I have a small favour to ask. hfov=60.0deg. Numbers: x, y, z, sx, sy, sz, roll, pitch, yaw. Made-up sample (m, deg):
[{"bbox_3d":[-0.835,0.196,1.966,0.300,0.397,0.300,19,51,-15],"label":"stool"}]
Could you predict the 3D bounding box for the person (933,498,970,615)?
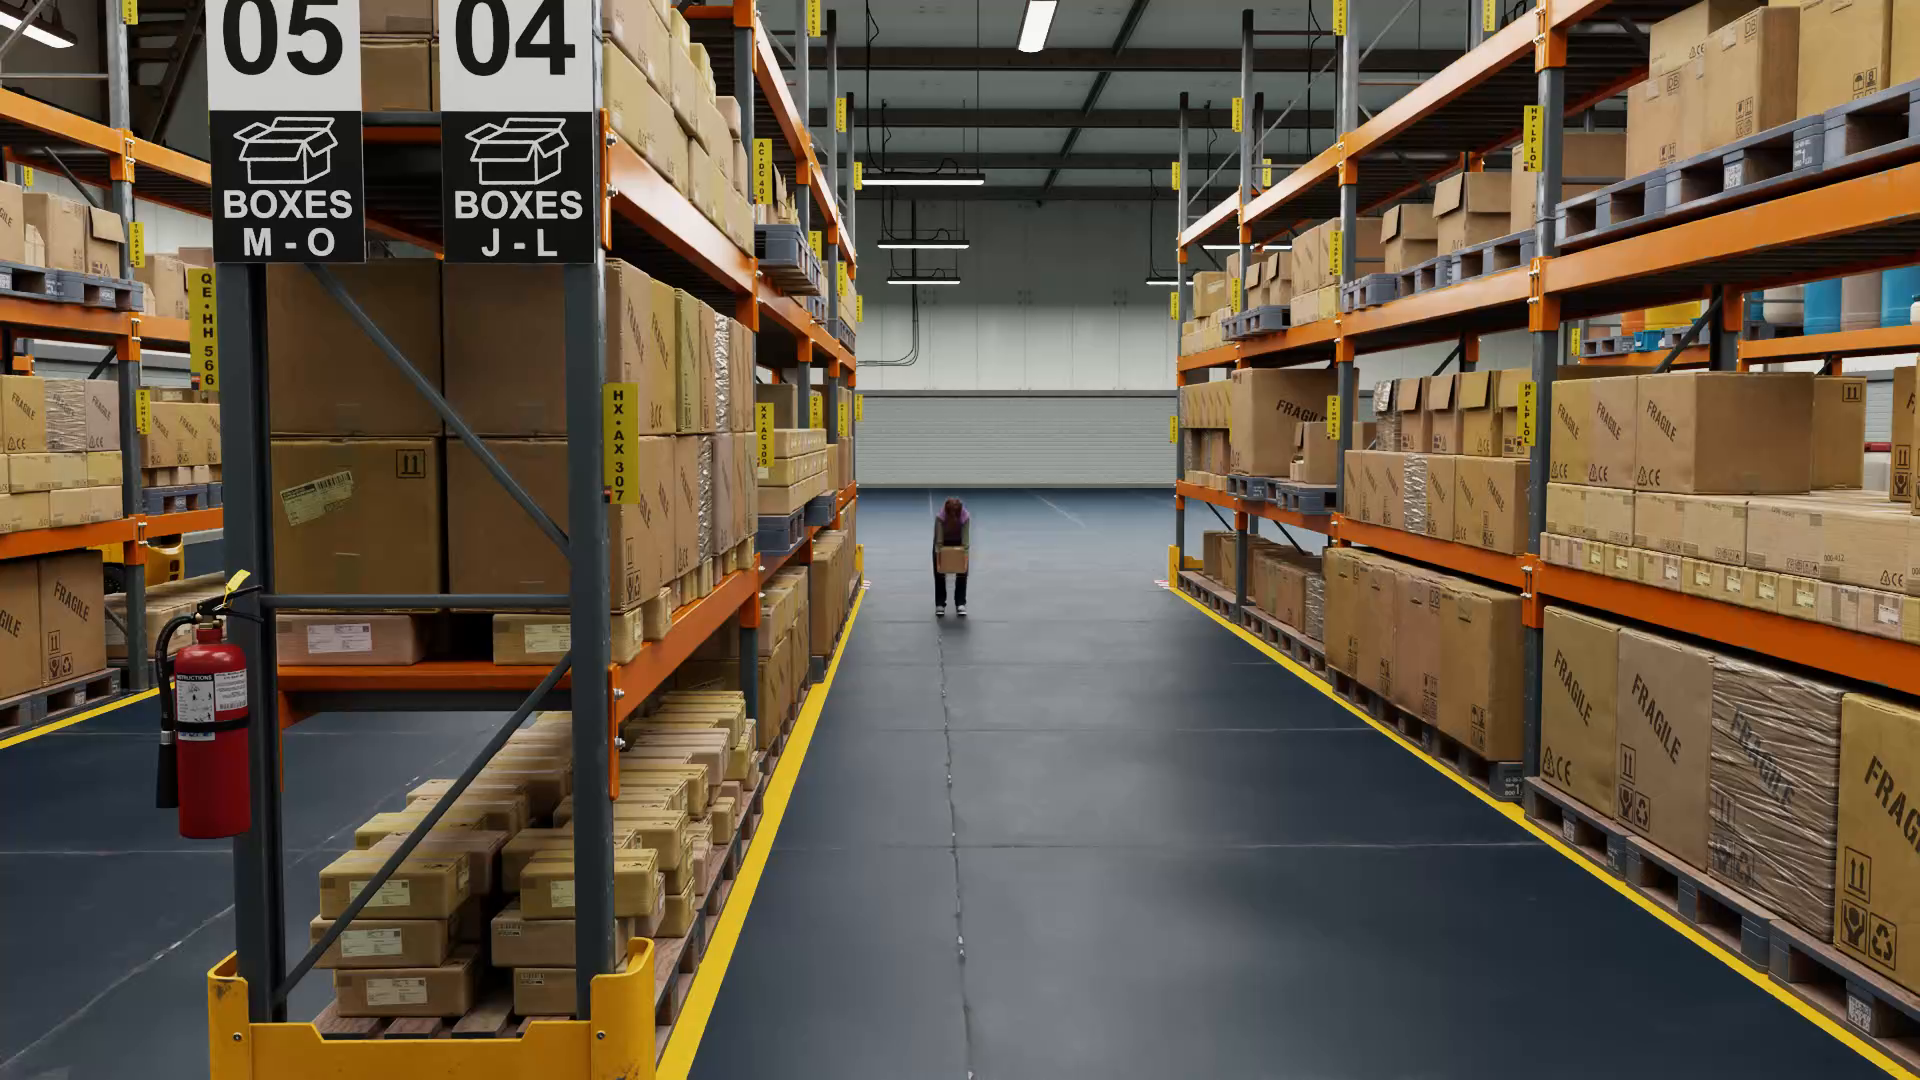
[{"bbox_3d":[-0.089,0.184,17.256,0.380,1.230,0.810,0,4,-3],"label":"person"}]
